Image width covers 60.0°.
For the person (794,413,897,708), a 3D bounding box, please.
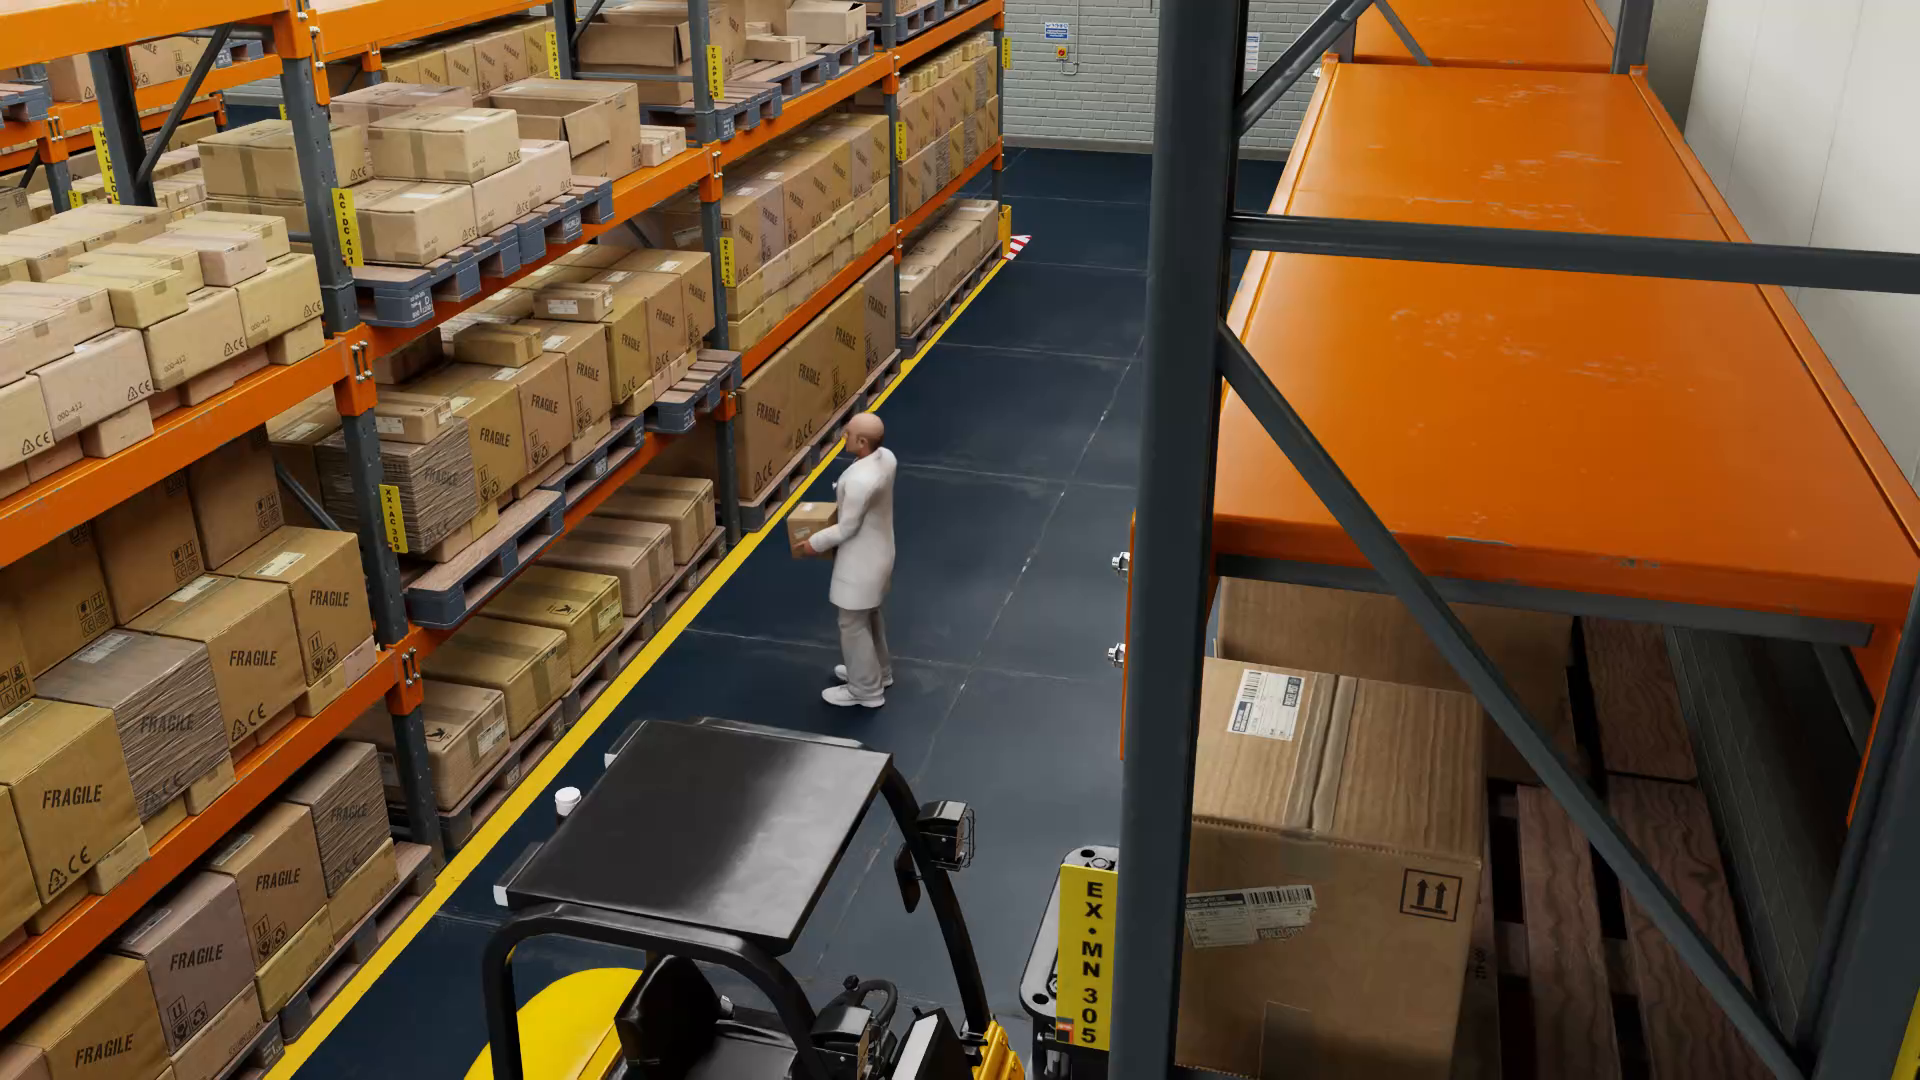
[{"bbox_3d":[-0.648,0.094,9.529,0.535,1.780,0.548,6,26,13],"label":"person"}]
